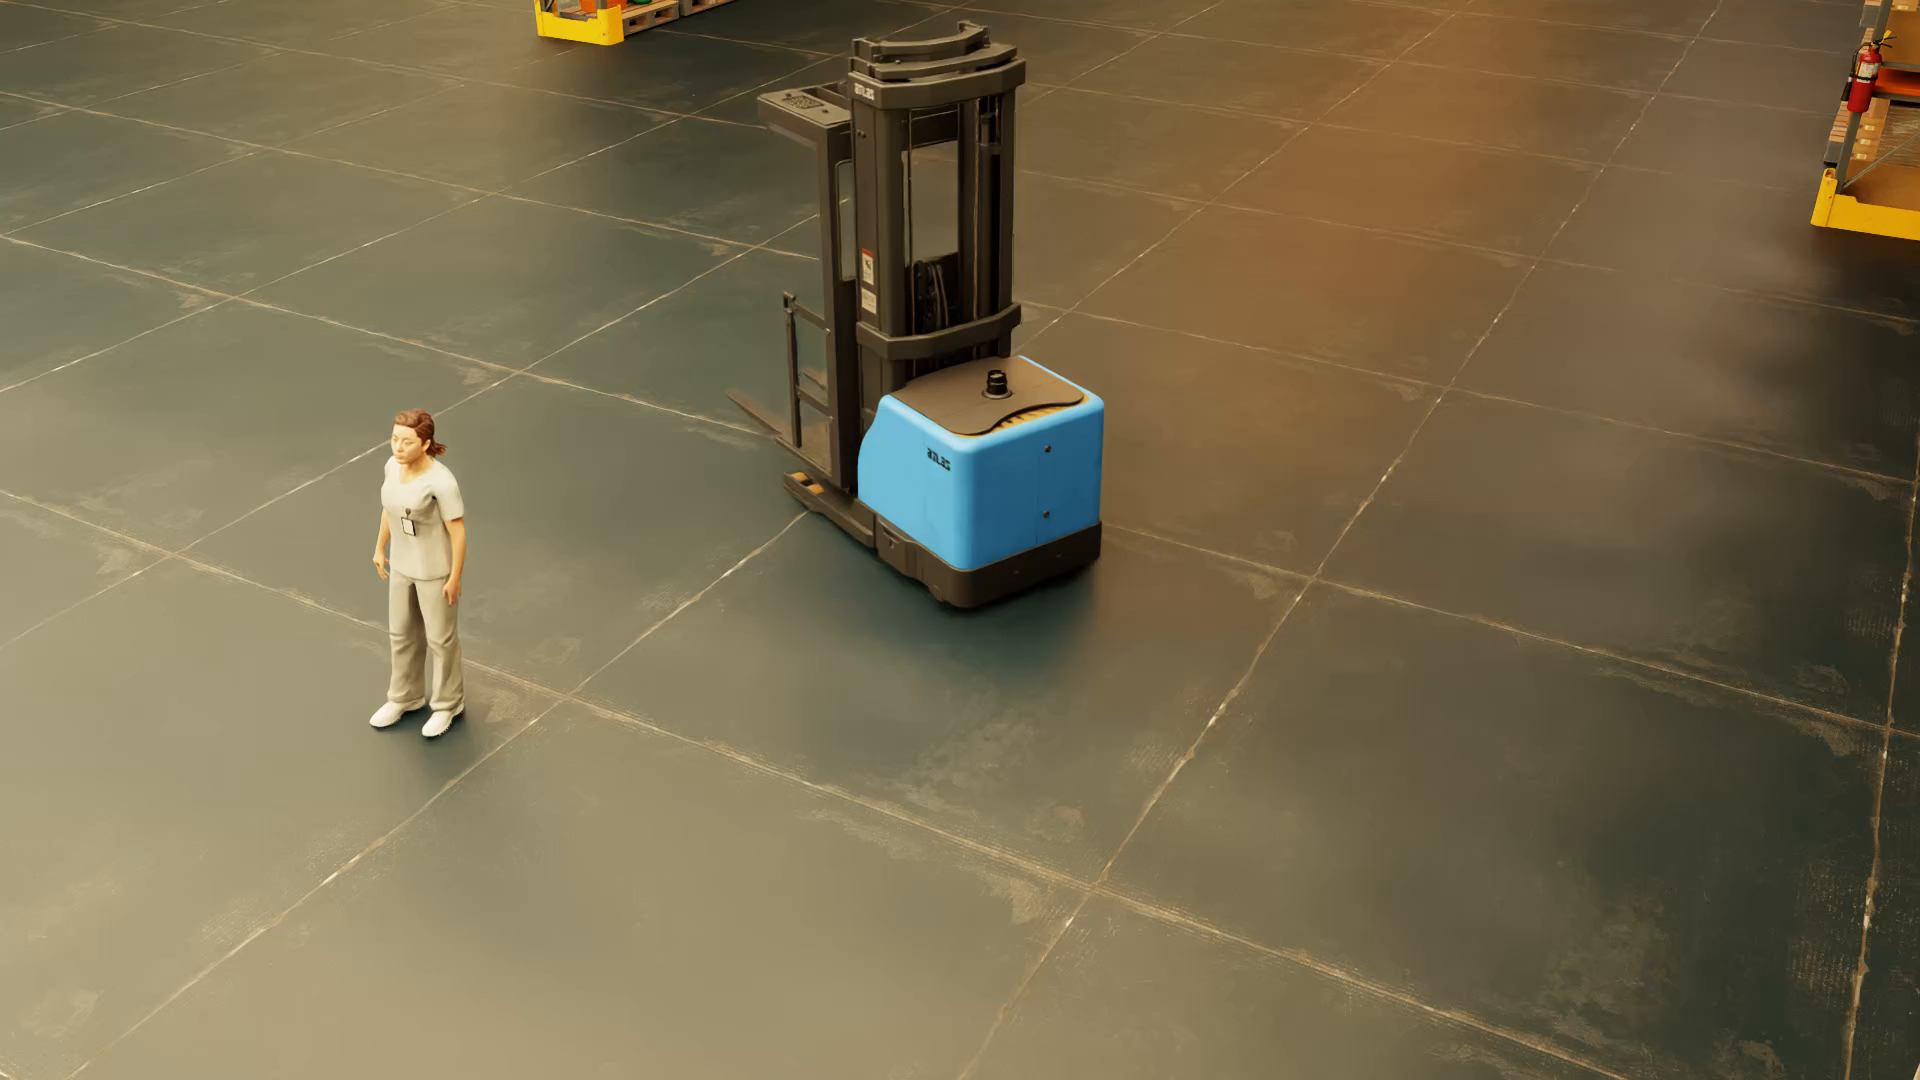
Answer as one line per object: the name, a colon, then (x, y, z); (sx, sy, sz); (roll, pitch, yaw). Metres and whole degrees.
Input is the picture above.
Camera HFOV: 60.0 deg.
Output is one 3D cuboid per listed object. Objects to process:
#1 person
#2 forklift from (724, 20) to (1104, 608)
person: (-2.628, 0.168, 8.033); (0.527, 1.681, 0.524); (16, 34, 25)
forklift: (-0.450, -1.576, 9.801); (1.130, 2.935, 3.031); (-20, 35, -30)
